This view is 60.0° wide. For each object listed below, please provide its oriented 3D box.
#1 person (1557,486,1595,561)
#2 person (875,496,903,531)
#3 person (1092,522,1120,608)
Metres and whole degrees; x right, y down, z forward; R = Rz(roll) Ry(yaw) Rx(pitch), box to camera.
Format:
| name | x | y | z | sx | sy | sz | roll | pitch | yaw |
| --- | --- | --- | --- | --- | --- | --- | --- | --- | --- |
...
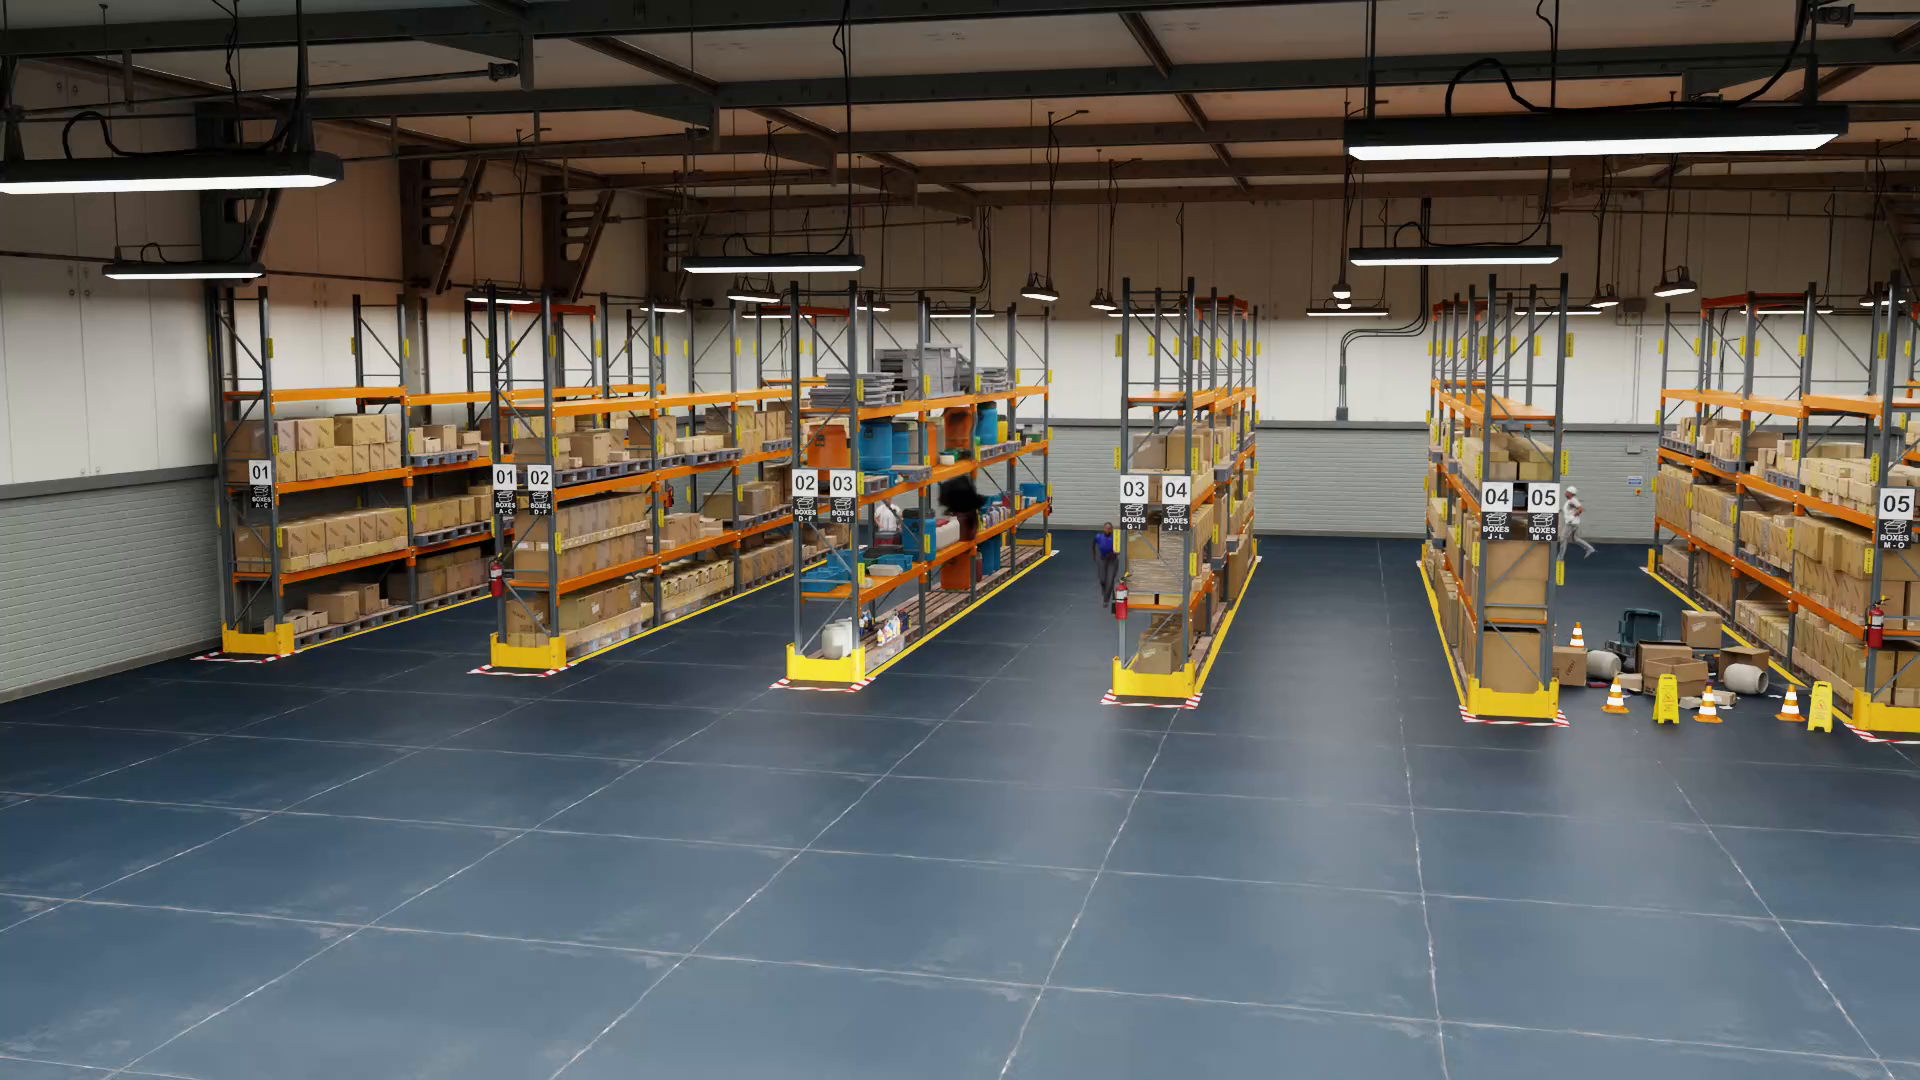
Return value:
| name | x | y | z | sx | sy | sz | roll | pitch | yaw |
| --- | --- | --- | --- | --- | --- | --- | --- | --- | --- |
| person | 14.391 | -0.363 | 38.984 | 0.995 | 1.791 | 0.694 | 2 | 7 | 21 |
| person | -1.612 | -0.181 | 37.559 | 0.688 | 1.787 | 0.817 | 0 | 7 | 1 |
| person | 2.678 | 0.456 | 30.345 | 0.562 | 1.595 | 0.671 | 1 | 7 | 5 |
